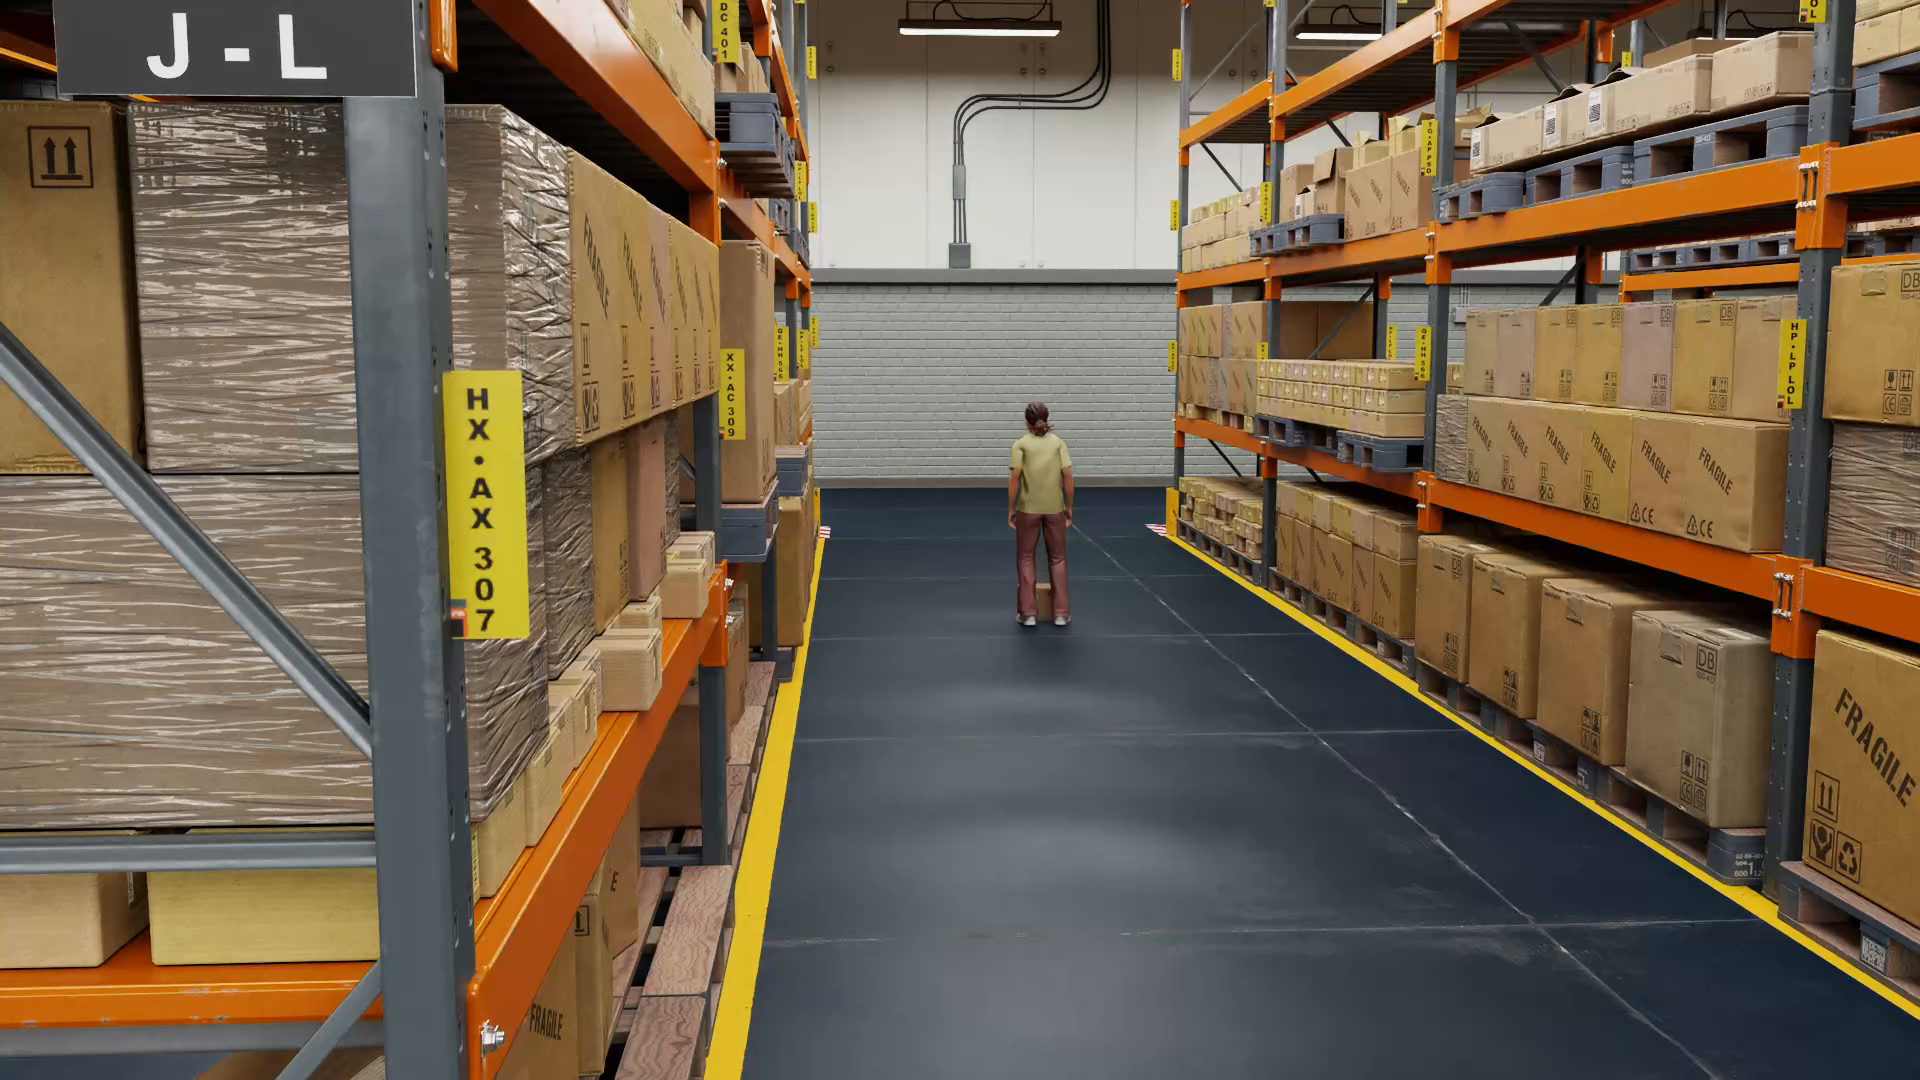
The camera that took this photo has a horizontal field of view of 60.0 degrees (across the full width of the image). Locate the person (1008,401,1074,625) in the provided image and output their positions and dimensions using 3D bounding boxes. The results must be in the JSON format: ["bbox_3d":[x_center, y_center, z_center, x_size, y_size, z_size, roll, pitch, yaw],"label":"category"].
[{"bbox_3d":[0.598,-0.199,12.400,0.512,1.671,0.368,-1,7,-7],"label":"person"}]
